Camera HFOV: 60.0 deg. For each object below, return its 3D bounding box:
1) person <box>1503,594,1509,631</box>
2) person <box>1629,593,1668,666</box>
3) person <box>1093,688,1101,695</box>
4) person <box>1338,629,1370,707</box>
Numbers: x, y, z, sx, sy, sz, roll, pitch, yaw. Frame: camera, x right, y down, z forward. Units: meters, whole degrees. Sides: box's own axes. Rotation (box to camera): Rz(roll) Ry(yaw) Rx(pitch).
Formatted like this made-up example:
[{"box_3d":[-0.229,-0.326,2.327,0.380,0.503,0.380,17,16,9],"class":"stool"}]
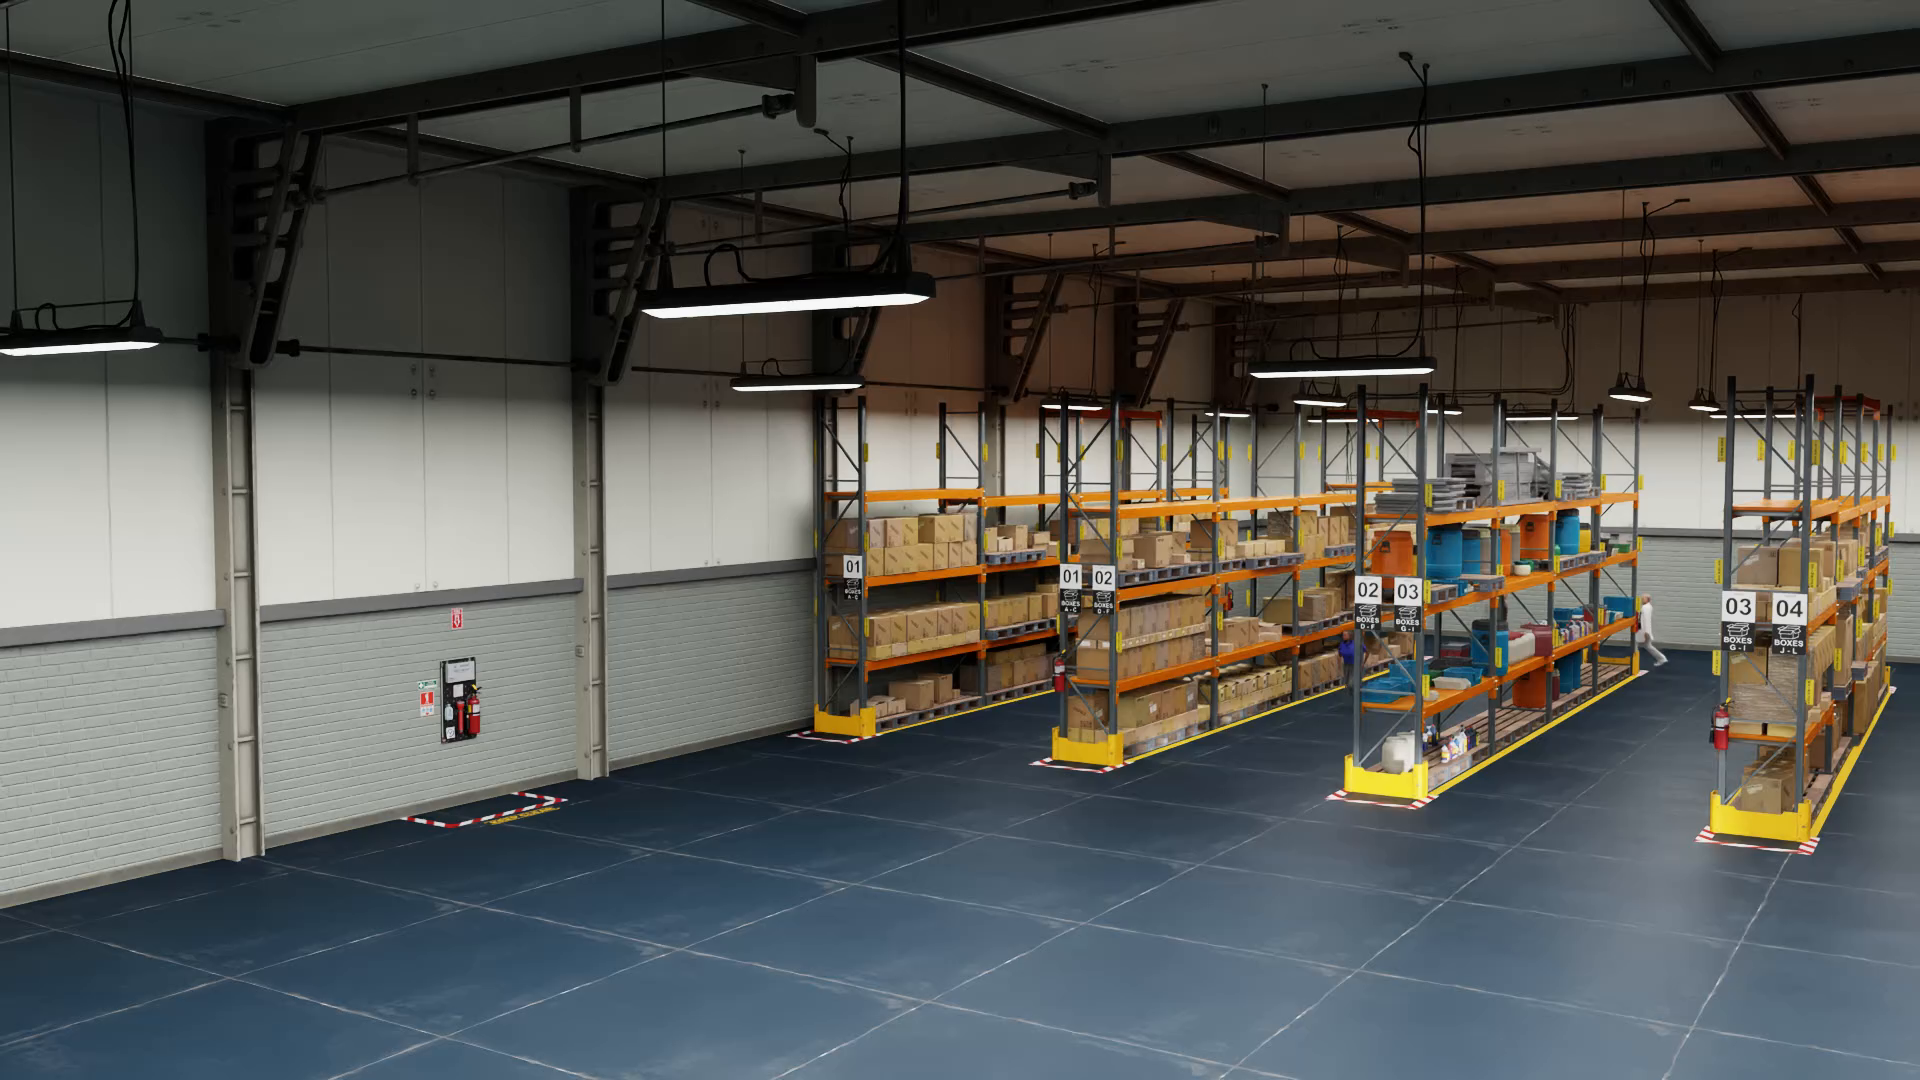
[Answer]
[{"box_3d":[12.809,2.049,39.372,0.466,1.792,0.631,1,3,26],"class":"person"},{"box_3d":[15.830,2.104,38.428,0.544,1.747,1.024,-3,4,-44],"class":"person"},{"box_3d":[2.677,2.568,31.166,0.431,1.545,0.916,3,4,42],"class":"person"},{"box_3d":[7.692,2.517,32.455,0.627,1.570,0.732,3,4,43],"class":"person"}]
